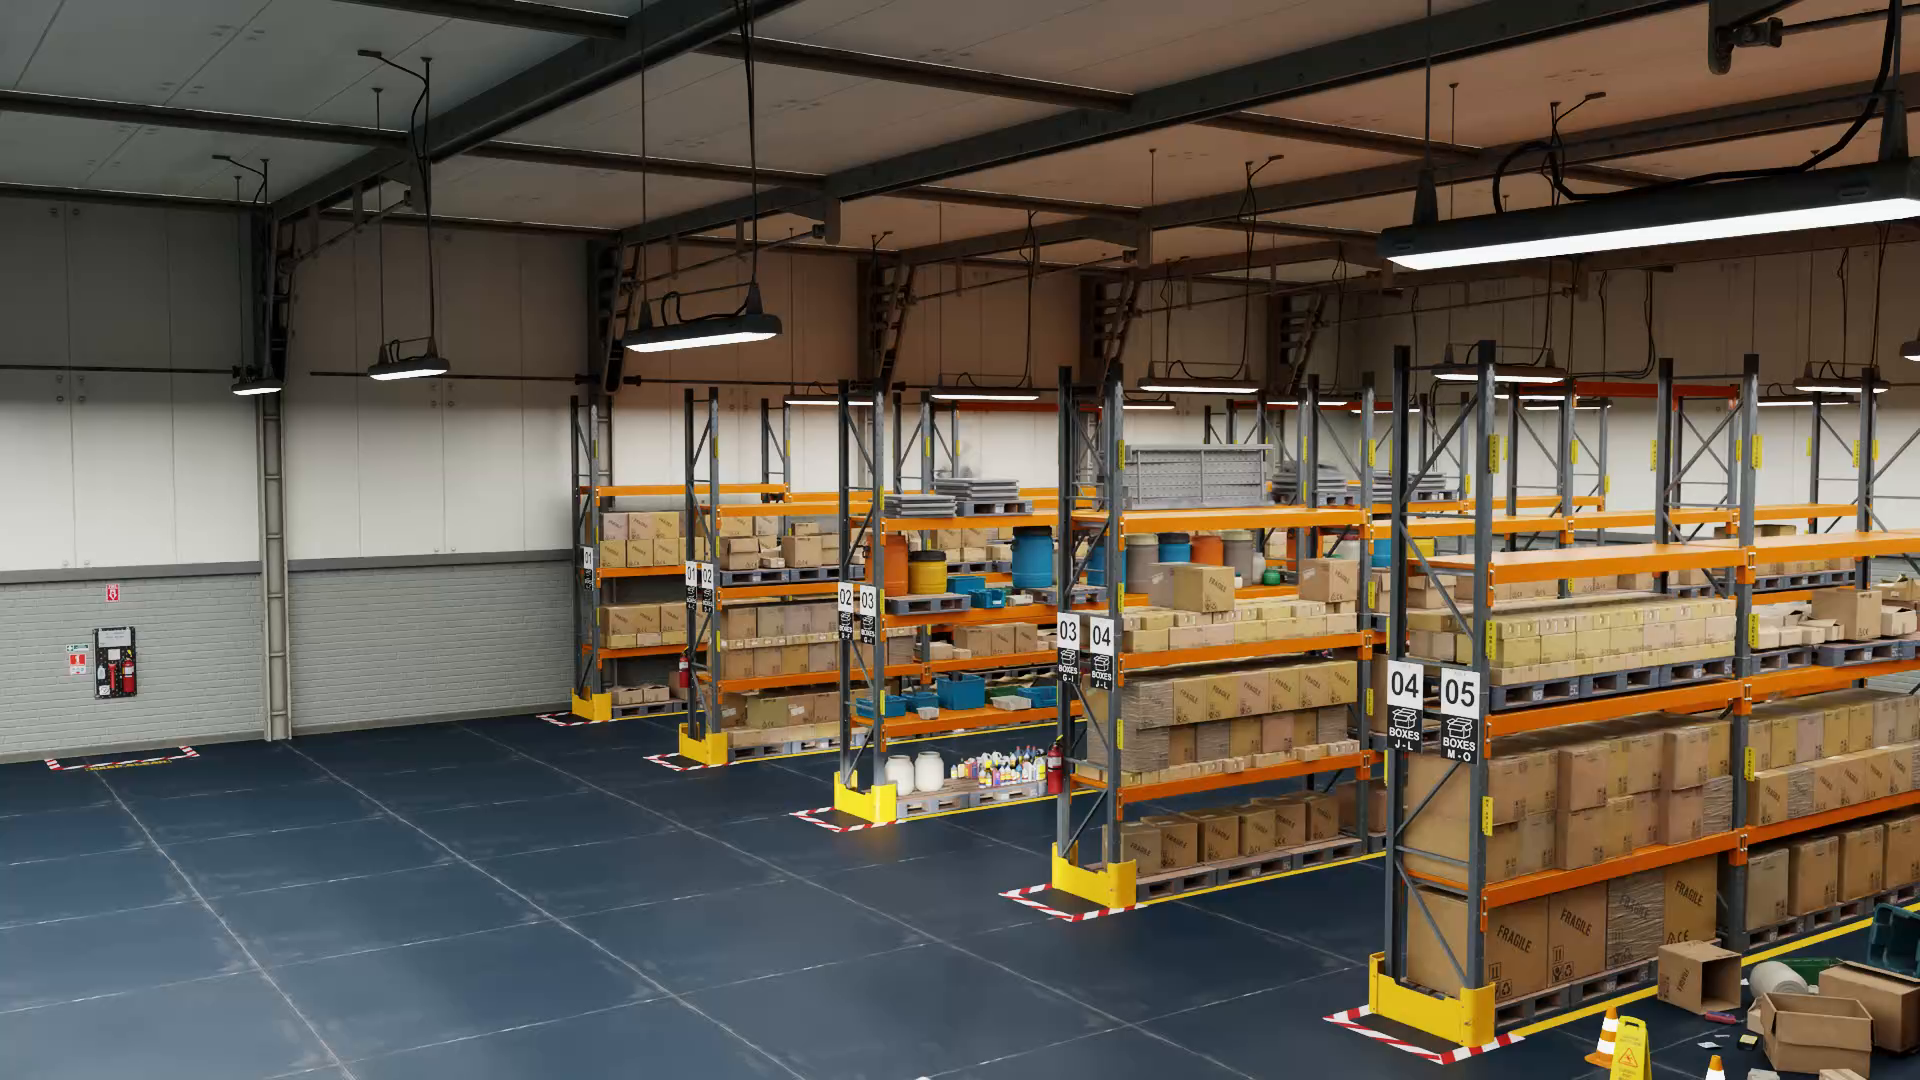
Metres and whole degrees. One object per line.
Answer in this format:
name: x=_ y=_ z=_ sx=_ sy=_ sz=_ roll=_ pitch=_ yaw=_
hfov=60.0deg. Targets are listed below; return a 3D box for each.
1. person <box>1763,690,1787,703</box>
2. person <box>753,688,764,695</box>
person: x=11.500 y=2.881 z=23.455 sx=0.708 sy=1.765 sz=0.673 roll=-2 pitch=4 yaw=-35
person: x=-3.493 y=2.469 z=29.322 sx=0.690 sy=1.762 sz=0.972 roll=3 pitch=4 yaw=39
